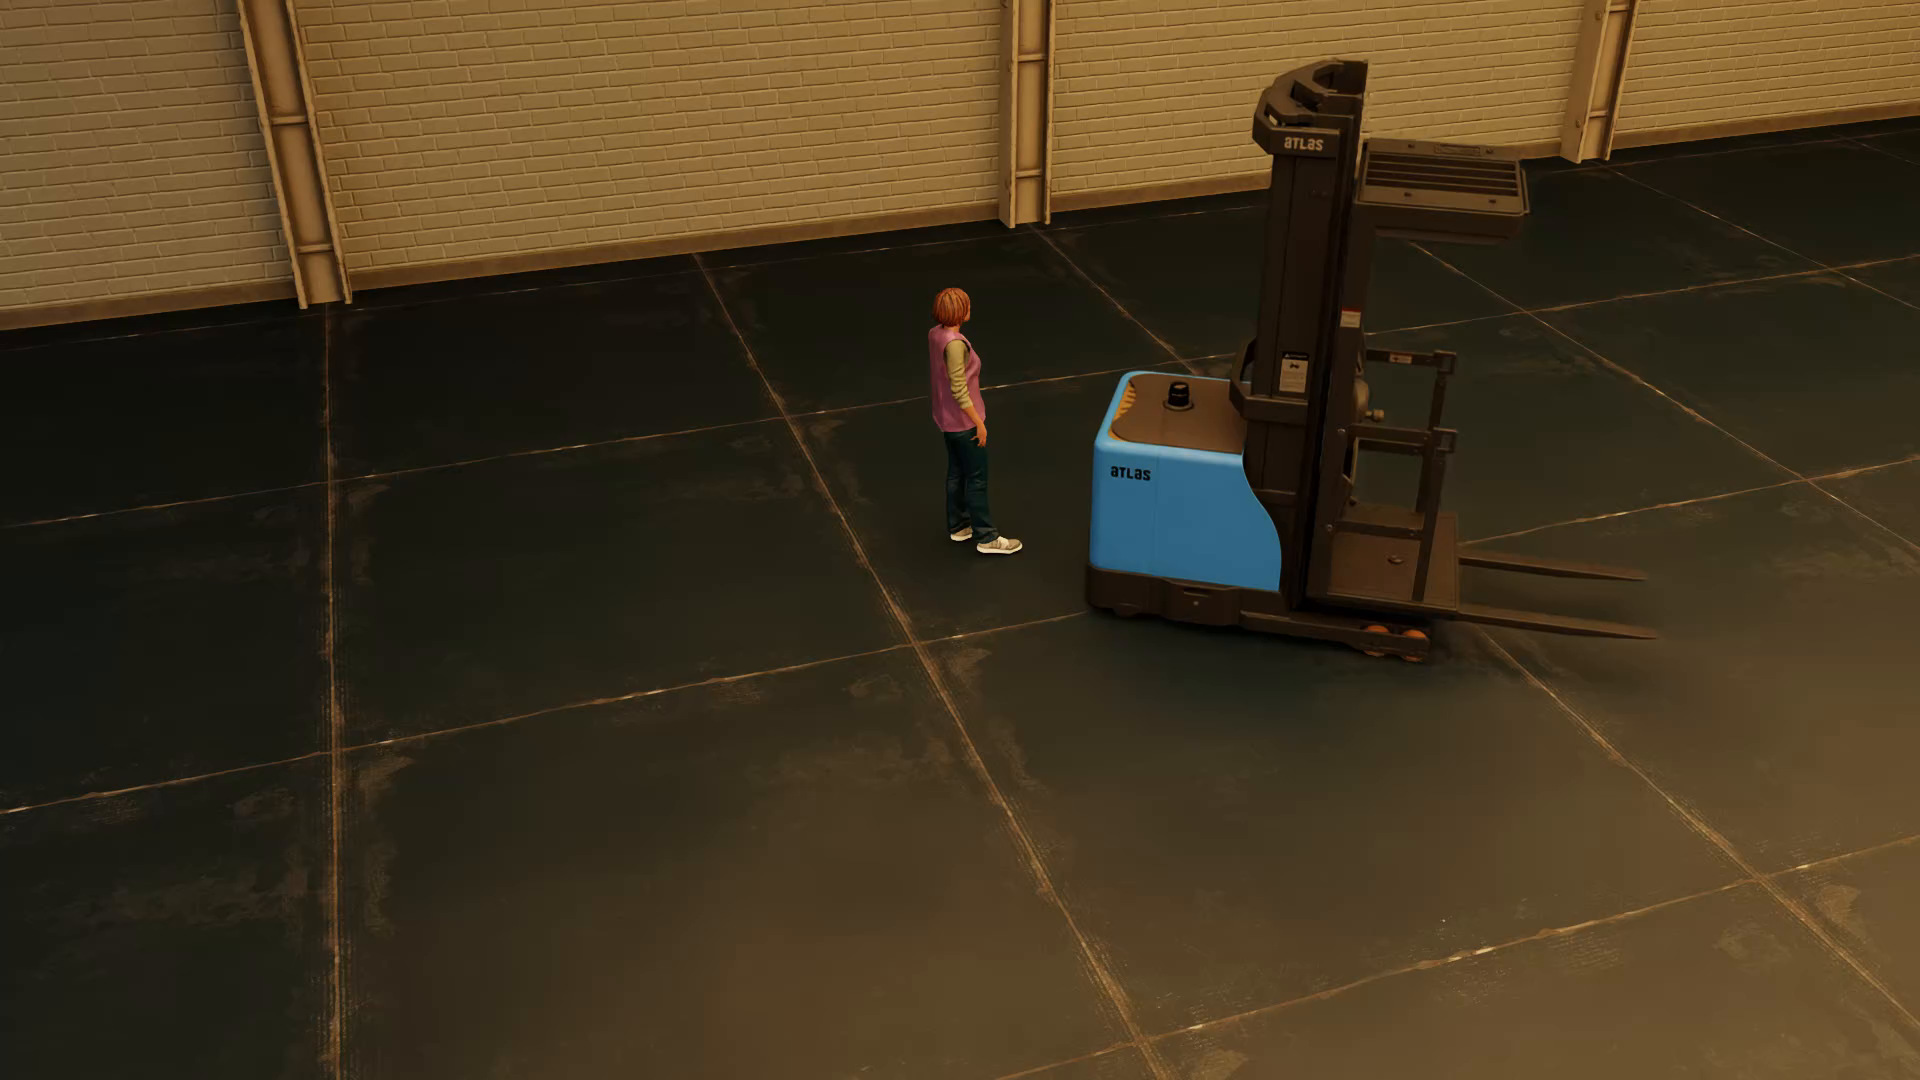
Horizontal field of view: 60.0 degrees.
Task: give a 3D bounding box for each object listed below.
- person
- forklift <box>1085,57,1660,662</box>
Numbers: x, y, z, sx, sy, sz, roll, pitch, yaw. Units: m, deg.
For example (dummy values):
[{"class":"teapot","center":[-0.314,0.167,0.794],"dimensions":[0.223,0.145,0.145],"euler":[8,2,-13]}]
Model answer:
[{"class":"person","center":[0.074,-0.704,9.633],"dimensions":[0.476,1.597,0.520],"euler":[-10,31,-16]},{"class":"forklift","center":[2.274,-0.914,8.675],"dimensions":[3.031,2.935,1.130],"euler":[7,31,12]}]
